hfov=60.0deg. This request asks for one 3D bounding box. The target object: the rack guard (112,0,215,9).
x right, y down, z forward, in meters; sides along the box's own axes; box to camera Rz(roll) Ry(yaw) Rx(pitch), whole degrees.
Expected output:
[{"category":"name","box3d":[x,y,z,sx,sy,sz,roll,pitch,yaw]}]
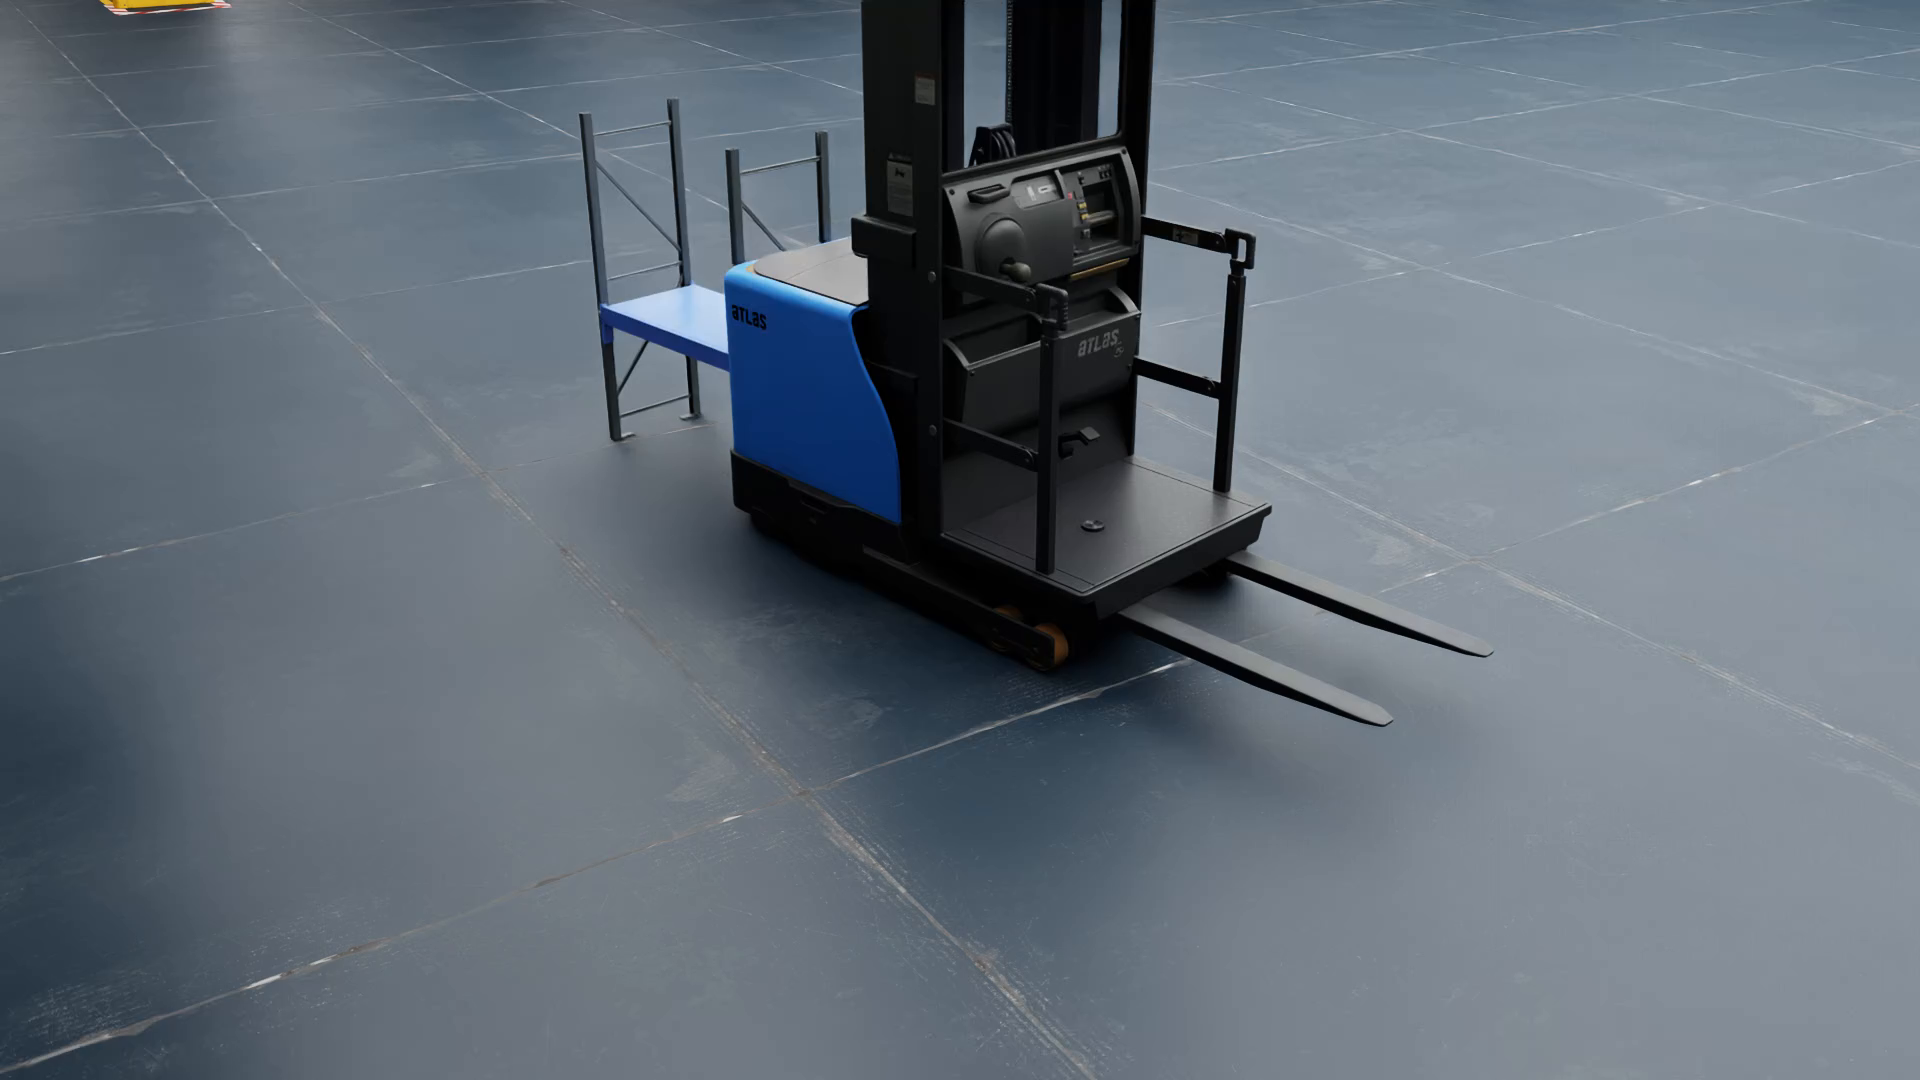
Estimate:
[{"category":"rack guard","box3d":[-10.178,-7.085,21.172,1.175,0.500,0.348,-16,29,-30]}]

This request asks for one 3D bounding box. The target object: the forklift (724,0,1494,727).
[{"category":"forklift","box3d":[0.454,-1.120,5.688,1.130,2.935,3.031,-23,34,-40]}]

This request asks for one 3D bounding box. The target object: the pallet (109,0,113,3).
[{"category":"pallet","box3d":[-10.644,-7.226,21.810,1.003,0.211,1.213,-16,29,-30]}]

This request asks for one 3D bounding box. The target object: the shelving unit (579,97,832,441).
[{"category":"shelving unit","box3d":[-1.082,-1.063,7.246,0.538,1.500,1.048,-23,34,-40]}]

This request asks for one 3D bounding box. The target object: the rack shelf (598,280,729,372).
[{"category":"rack shelf","box3d":[-1.082,-0.901,7.322,0.538,0.185,1.000,-23,34,-40]}]

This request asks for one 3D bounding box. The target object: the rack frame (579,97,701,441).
[{"category":"rack frame","box3d":[-1.440,-1.217,7.572,0.500,1.500,0.032,-23,34,-40]}]

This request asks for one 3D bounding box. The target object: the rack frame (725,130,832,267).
[{"category":"rack frame","box3d":[-0.723,-0.909,6.920,0.500,1.500,0.032,-23,34,-40]}]
